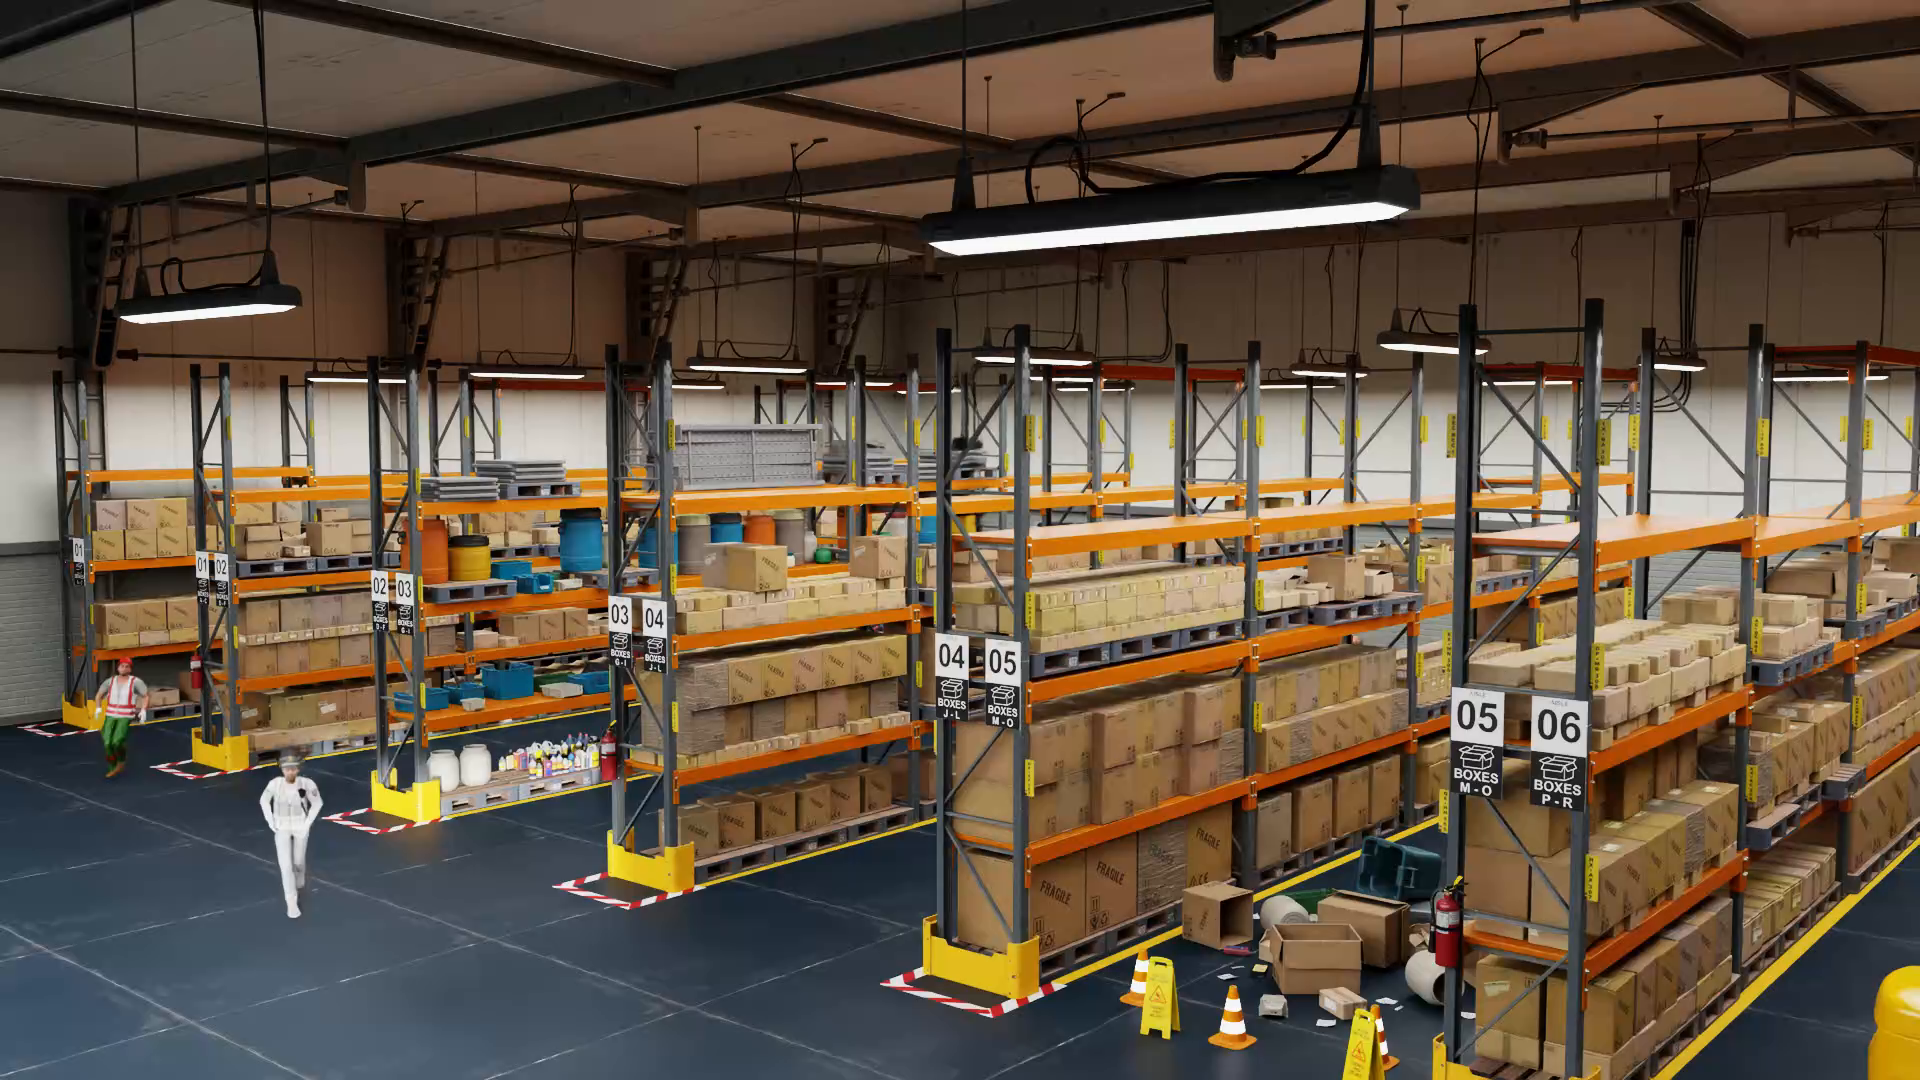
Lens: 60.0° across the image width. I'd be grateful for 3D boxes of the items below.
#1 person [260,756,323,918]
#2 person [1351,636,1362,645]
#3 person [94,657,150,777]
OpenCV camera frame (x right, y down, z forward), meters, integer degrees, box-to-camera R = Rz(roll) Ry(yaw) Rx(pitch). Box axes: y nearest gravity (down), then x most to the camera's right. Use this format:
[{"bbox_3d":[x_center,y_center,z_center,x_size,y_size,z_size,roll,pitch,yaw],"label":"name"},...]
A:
[{"bbox_3d":[-7.071,3.059,17.610,0.620,1.674,0.931,-1,4,-16],"label":"person"},{"bbox_3d":[6.139,2.412,25.908,0.685,1.826,0.776,3,5,33],"label":"person"},{"bbox_3d":[-12.160,2.570,24.040,0.714,1.726,0.535,0,4,-5],"label":"person"}]
